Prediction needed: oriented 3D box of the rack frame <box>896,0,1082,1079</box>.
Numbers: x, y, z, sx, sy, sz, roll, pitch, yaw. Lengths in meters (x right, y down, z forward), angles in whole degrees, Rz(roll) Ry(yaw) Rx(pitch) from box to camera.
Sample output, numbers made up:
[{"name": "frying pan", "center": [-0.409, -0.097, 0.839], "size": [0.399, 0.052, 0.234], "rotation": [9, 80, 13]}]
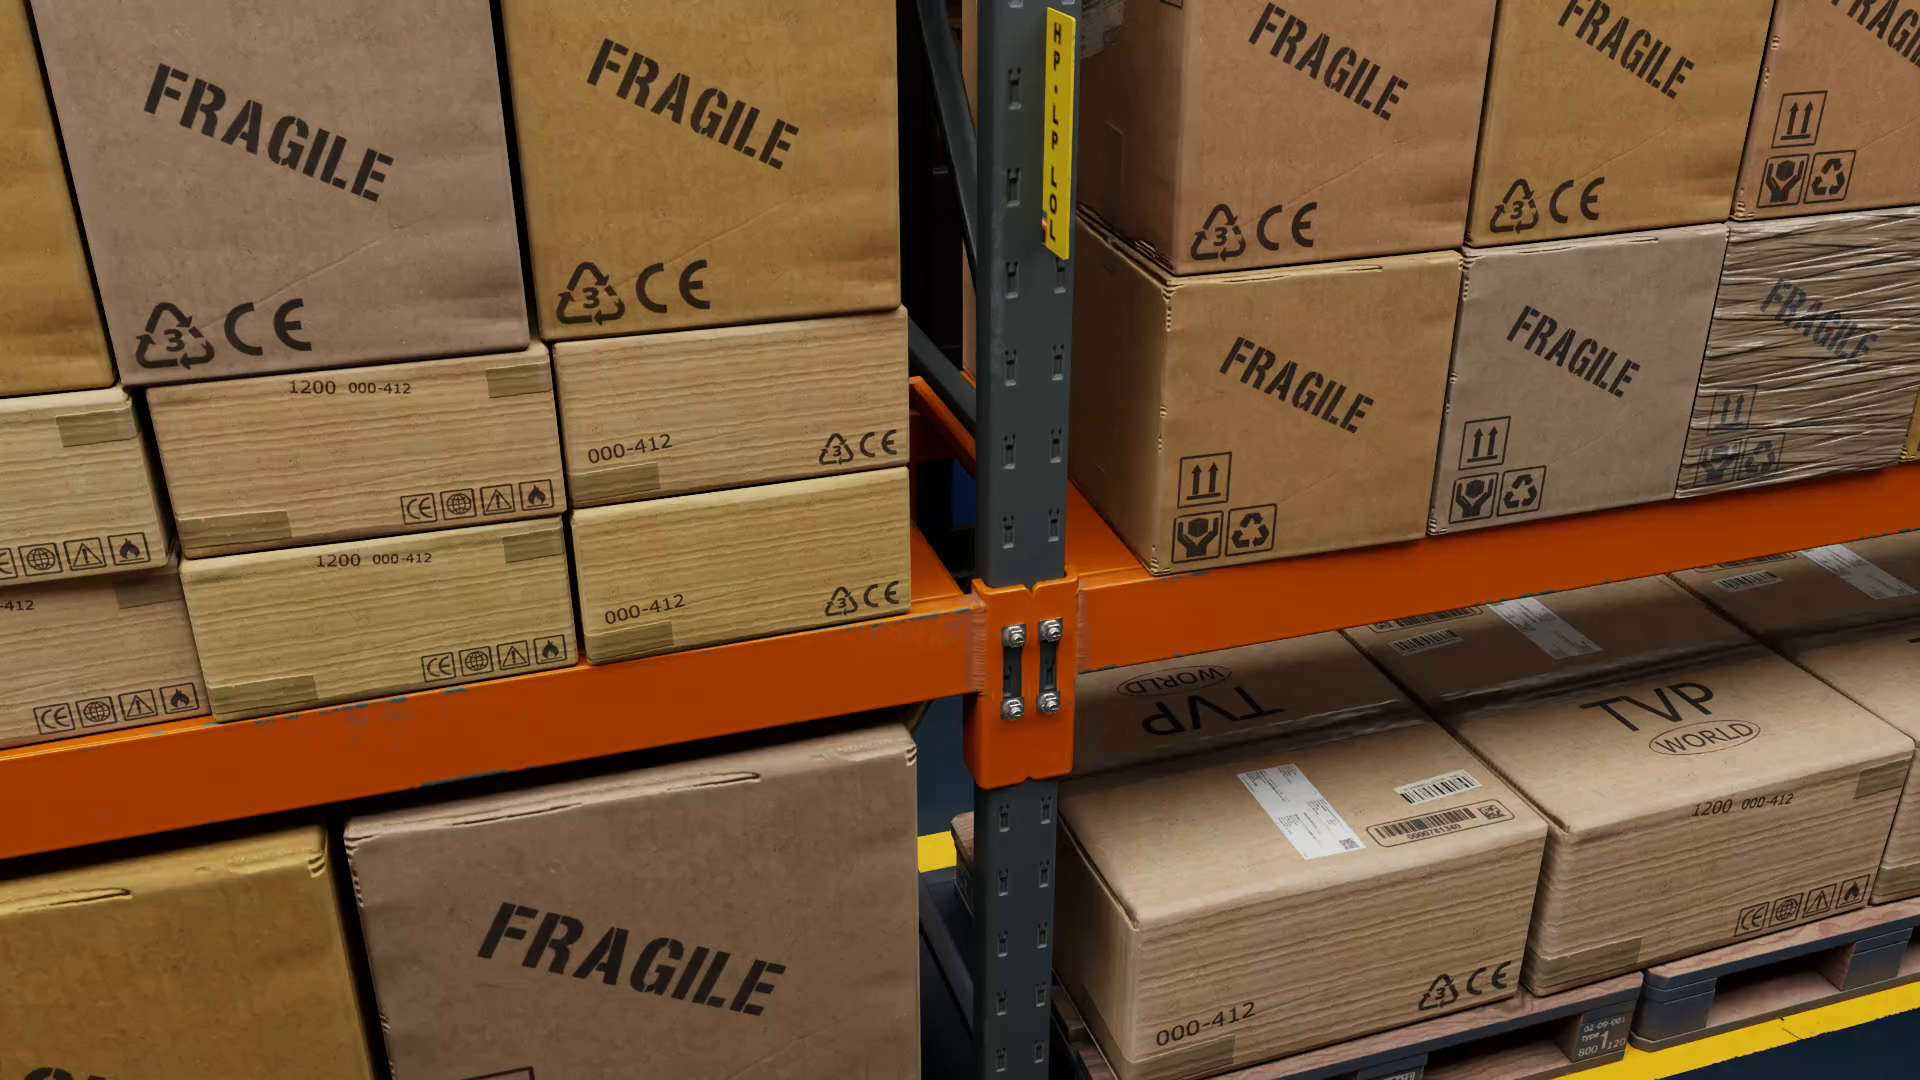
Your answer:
[{"name": "rack frame", "center": [-0.044, -0.299, 2.980], "size": [0.127, 3.000, 1.000], "rotation": [-8, 28, -16]}]

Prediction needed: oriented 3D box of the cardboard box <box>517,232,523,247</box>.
[{"name": "cardboard box", "center": [-0.550, -0.515, 3.020], "size": [0.500, 0.250, 0.500], "rotation": [-9, 28, -18]}]

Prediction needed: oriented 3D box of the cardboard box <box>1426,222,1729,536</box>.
[{"name": "cardboard box", "center": [0.963, -0.366, 3.001], "size": [0.500, 0.500, 0.500], "rotation": [-8, 28, -16]}]

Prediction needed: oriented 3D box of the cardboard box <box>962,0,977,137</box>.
[{"name": "cardboard box", "center": [0.319, -0.974, 3.101], "size": [0.500, 0.500, 0.500], "rotation": [-8, 28, -17]}]

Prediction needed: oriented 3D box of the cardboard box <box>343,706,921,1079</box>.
[{"name": "cardboard box", "center": [-0.609, 0.583, 3.119], "size": [0.875, 0.875, 0.875], "rotation": [-7, 27, -14]}]

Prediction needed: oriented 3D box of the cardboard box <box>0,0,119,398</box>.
[{"name": "cardboard box", "center": [-1.369, -0.488, 2.124], "size": [0.500, 0.500, 0.500], "rotation": [-7, 27, -15]}]

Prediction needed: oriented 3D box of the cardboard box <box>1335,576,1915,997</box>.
[{"name": "cardboard box", "center": [1.437, 0.495, 3.788], "size": [0.875, 0.438, 0.875], "rotation": [-9, 28, -18]}]

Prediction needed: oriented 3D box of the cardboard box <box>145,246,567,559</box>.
[{"name": "cardboard box", "center": [-0.861, -0.221, 2.428], "size": [0.500, 0.250, 0.500], "rotation": [-8, 27, -15]}]

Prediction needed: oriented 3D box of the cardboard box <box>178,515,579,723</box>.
[{"name": "cardboard box", "center": [-0.877, 0.006, 2.534], "size": [0.500, 0.250, 0.500], "rotation": [-9, 28, -17]}]

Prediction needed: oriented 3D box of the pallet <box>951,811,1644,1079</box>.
[{"name": "pallet", "center": [0.703, 0.878, 3.744], "size": [1.213, 0.211, 1.003], "rotation": [-8, 28, -16]}]

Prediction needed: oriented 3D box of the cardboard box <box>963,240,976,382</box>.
[{"name": "cardboard box", "center": [0.318, -0.516, 3.304], "size": [0.500, 0.500, 0.500], "rotation": [-8, 27, -16]}]

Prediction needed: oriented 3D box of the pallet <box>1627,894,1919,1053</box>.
[{"name": "pallet", "center": [1.865, 0.708, 4.086], "size": [1.213, 0.211, 1.003], "rotation": [-8, 28, -16]}]

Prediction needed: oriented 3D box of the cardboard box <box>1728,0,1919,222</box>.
[{"name": "cardboard box", "center": [1.456, -0.888, 2.928], "size": [0.500, 0.500, 0.500], "rotation": [-8, 27, -15]}]

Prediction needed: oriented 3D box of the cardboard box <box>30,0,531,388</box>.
[{"name": "cardboard box", "center": [-0.881, -0.550, 2.248], "size": [0.500, 0.500, 0.500], "rotation": [-8, 27, -15]}]

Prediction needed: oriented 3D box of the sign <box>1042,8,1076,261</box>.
[{"name": "sign", "center": [0.133, -0.554, 2.280], "size": [0.005, 0.325, 0.100], "rotation": [-8, 28, -16]}]

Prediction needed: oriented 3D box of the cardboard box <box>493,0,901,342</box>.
[{"name": "cardboard box", "center": [-0.391, -0.624, 2.397], "size": [0.500, 0.500, 0.500], "rotation": [-7, 27, -14]}]

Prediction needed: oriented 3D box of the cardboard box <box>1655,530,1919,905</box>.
[{"name": "cardboard box", "center": [2.295, 0.372, 4.036], "size": [0.875, 0.438, 0.875], "rotation": [-7, 27, -15]}]

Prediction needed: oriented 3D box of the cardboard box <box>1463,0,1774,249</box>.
[{"name": "cardboard box", "center": [0.966, -0.822, 2.796], "size": [0.500, 0.500, 0.500], "rotation": [-9, 28, -17]}]

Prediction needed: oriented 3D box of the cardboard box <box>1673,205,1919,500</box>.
[{"name": "cardboard box", "center": [1.438, -0.431, 3.133], "size": [0.500, 0.500, 0.500], "rotation": [-8, 28, -16]}]

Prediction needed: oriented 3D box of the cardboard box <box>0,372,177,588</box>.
[{"name": "cardboard box", "center": [-1.352, -0.147, 2.279], "size": [0.500, 0.250, 0.500], "rotation": [-8, 27, -15]}]

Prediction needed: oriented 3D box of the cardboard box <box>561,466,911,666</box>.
[{"name": "cardboard box", "center": [-0.393, -0.064, 2.674], "size": [0.500, 0.250, 0.500], "rotation": [-9, 28, -17]}]

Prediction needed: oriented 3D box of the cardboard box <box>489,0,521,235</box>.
[{"name": "cardboard box", "center": [-0.552, -0.853, 2.858], "size": [0.500, 0.500, 0.500], "rotation": [-8, 27, -16]}]

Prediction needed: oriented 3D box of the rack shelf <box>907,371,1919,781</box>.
[{"name": "rack shelf", "center": [1.857, -0.253, 3.695], "size": [4.000, 0.370, 1.077], "rotation": [-8, 28, -16]}]

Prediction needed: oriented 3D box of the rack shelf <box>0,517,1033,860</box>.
[{"name": "rack shelf", "center": [-1.946, 0.298, 2.585], "size": [4.000, 0.370, 1.077], "rotation": [-8, 28, -16]}]

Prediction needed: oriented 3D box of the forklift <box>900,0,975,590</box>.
[{"name": "forklift", "center": [-0.599, -1.238, 4.947], "size": [3.031, 2.935, 1.130], "rotation": [-7, 27, -14]}]

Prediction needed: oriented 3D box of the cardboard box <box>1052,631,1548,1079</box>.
[{"name": "cardboard box", "center": [0.586, 0.619, 3.539], "size": [0.875, 0.438, 0.875], "rotation": [-9, 28, -17]}]

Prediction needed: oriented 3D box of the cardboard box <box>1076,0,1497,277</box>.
[{"name": "cardboard box", "center": [0.483, -0.755, 2.661], "size": [0.500, 0.500, 0.500], "rotation": [-8, 28, -16]}]

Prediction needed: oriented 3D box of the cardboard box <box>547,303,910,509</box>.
[{"name": "cardboard box", "center": [-0.388, -0.293, 2.573], "size": [0.500, 0.250, 0.500], "rotation": [-8, 28, -16]}]

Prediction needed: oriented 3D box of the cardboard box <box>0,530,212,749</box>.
[{"name": "cardboard box", "center": [-1.363, 0.067, 2.410], "size": [0.500, 0.250, 0.500], "rotation": [-9, 28, -17]}]

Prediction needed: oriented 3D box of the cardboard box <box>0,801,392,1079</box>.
[{"name": "cardboard box", "center": [-1.466, 0.711, 2.862], "size": [0.875, 0.875, 0.875], "rotation": [-7, 27, -15]}]

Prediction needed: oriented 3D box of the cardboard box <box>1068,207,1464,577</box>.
[{"name": "cardboard box", "center": [0.483, -0.298, 2.865], "size": [0.500, 0.500, 0.500], "rotation": [-7, 27, -14]}]

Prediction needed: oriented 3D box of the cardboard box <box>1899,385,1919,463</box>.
[{"name": "cardboard box", "center": [1.927, -0.502, 3.276], "size": [0.500, 0.500, 0.500], "rotation": [-7, 27, -15]}]
